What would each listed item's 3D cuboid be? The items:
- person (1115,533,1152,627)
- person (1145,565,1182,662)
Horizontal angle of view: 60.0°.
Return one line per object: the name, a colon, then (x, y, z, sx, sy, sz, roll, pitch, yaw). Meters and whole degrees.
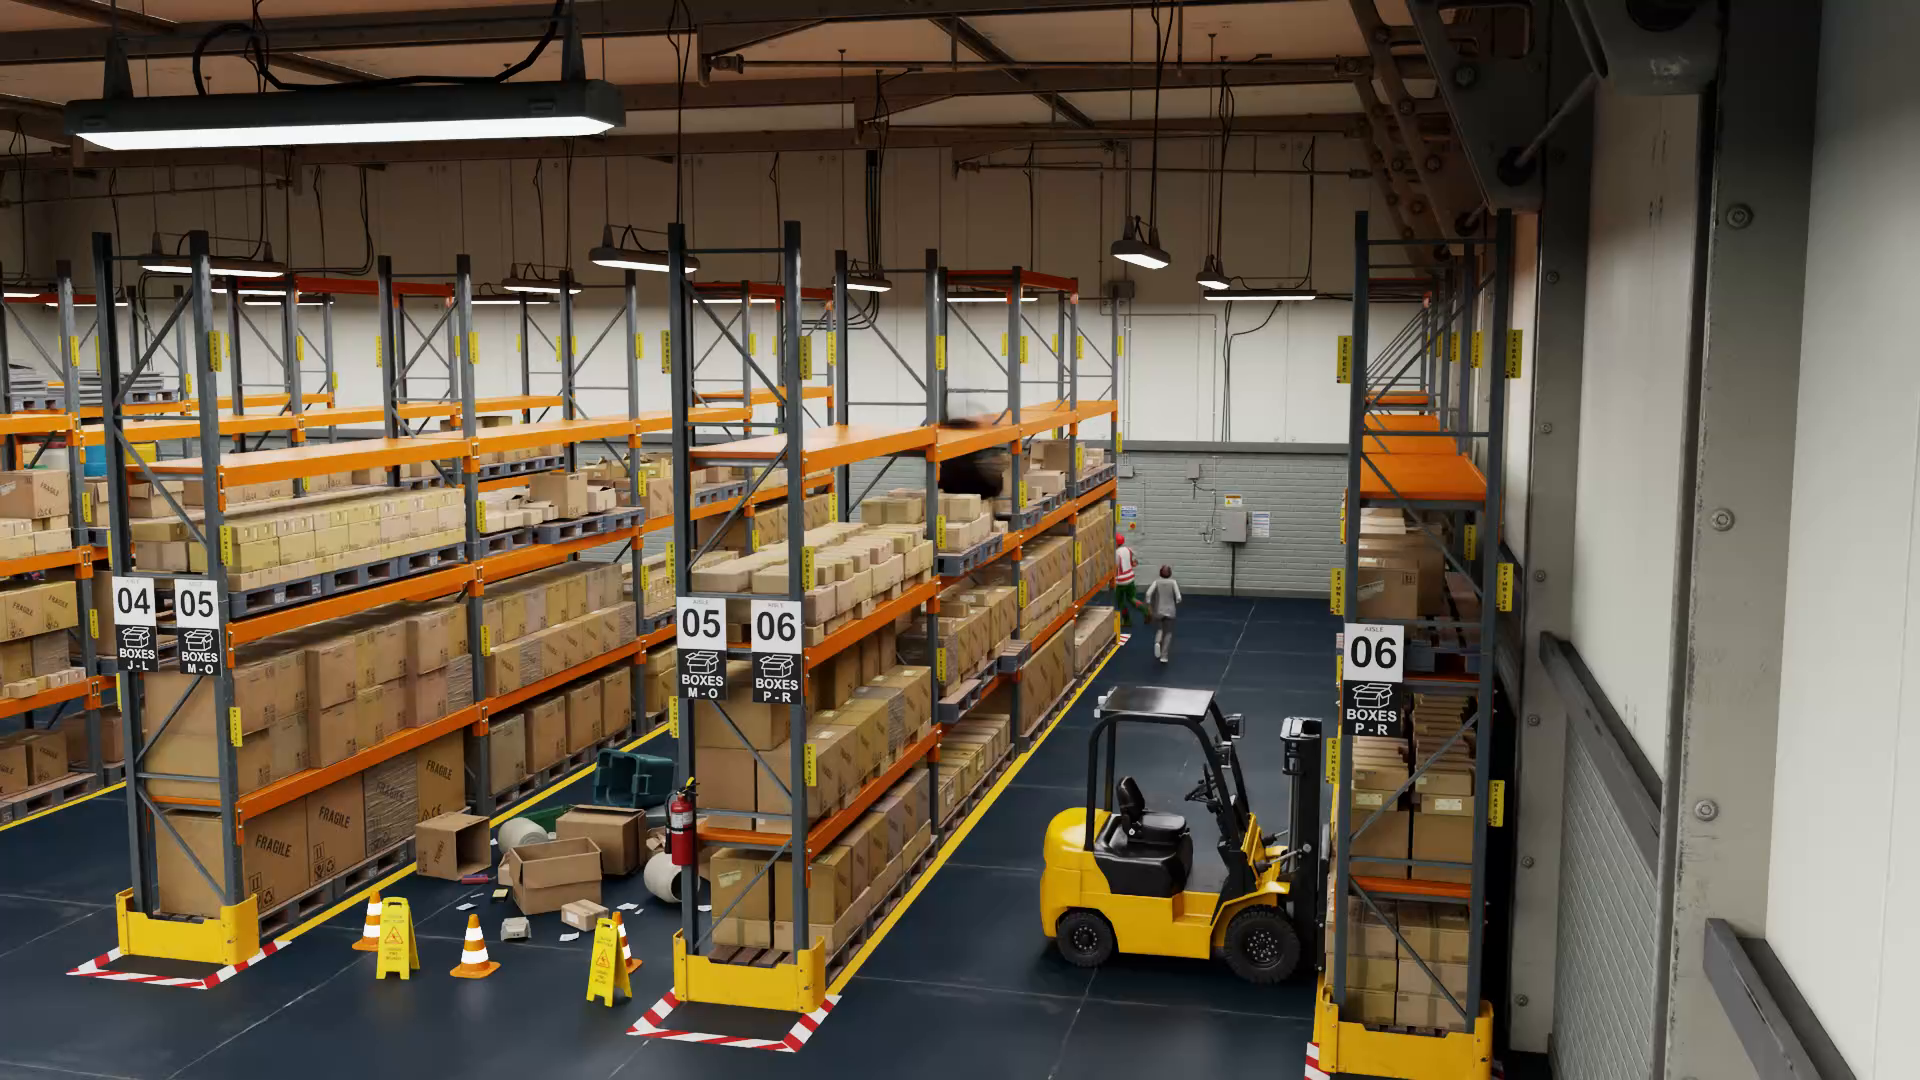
person: (2.911, 0.739, 29.375, 0.691, 1.721, 0.865, -5, 9, -35)
person: (3.251, 1.165, 26.536, 0.568, 1.559, 0.564, 2, 7, 13)
